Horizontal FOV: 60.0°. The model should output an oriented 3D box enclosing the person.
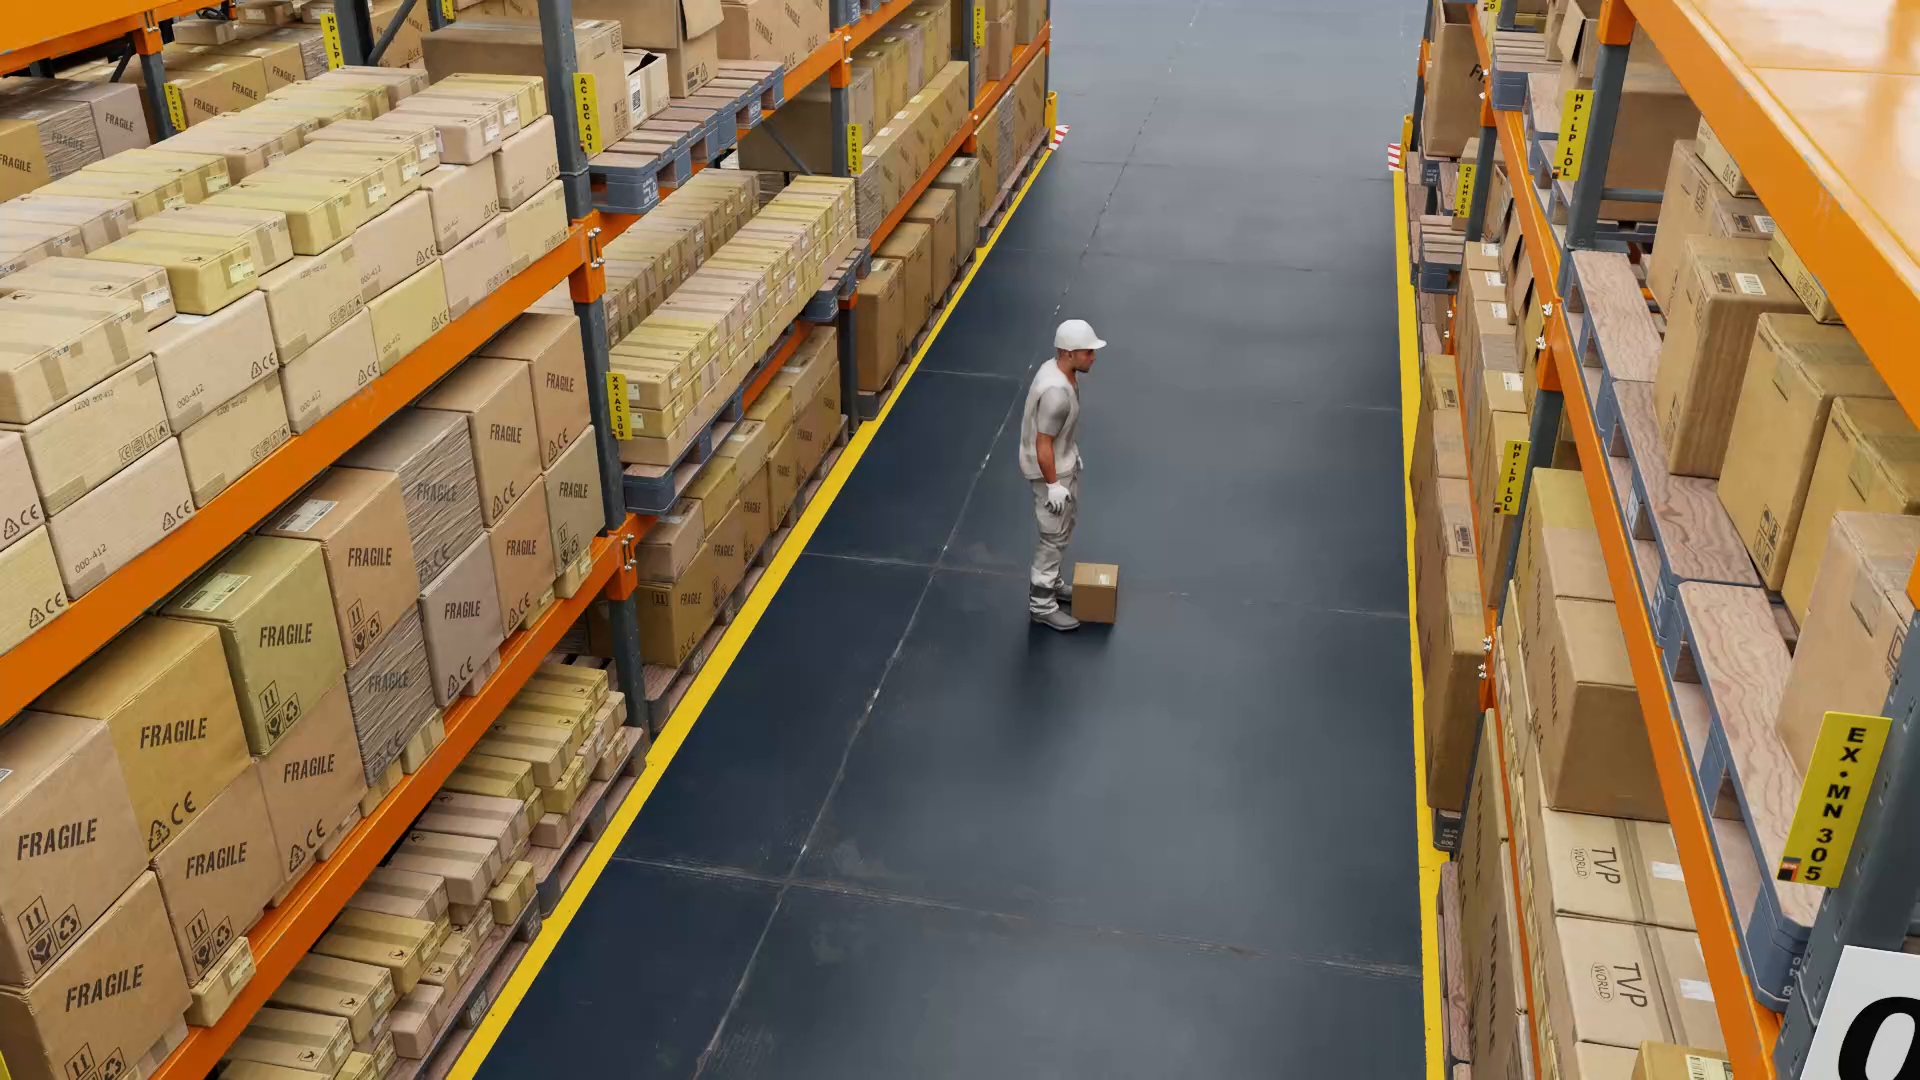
[{"bbox_3d":[0.560,-0.387,9.318,0.450,1.780,0.607,6,29,11],"label":"person"}]
